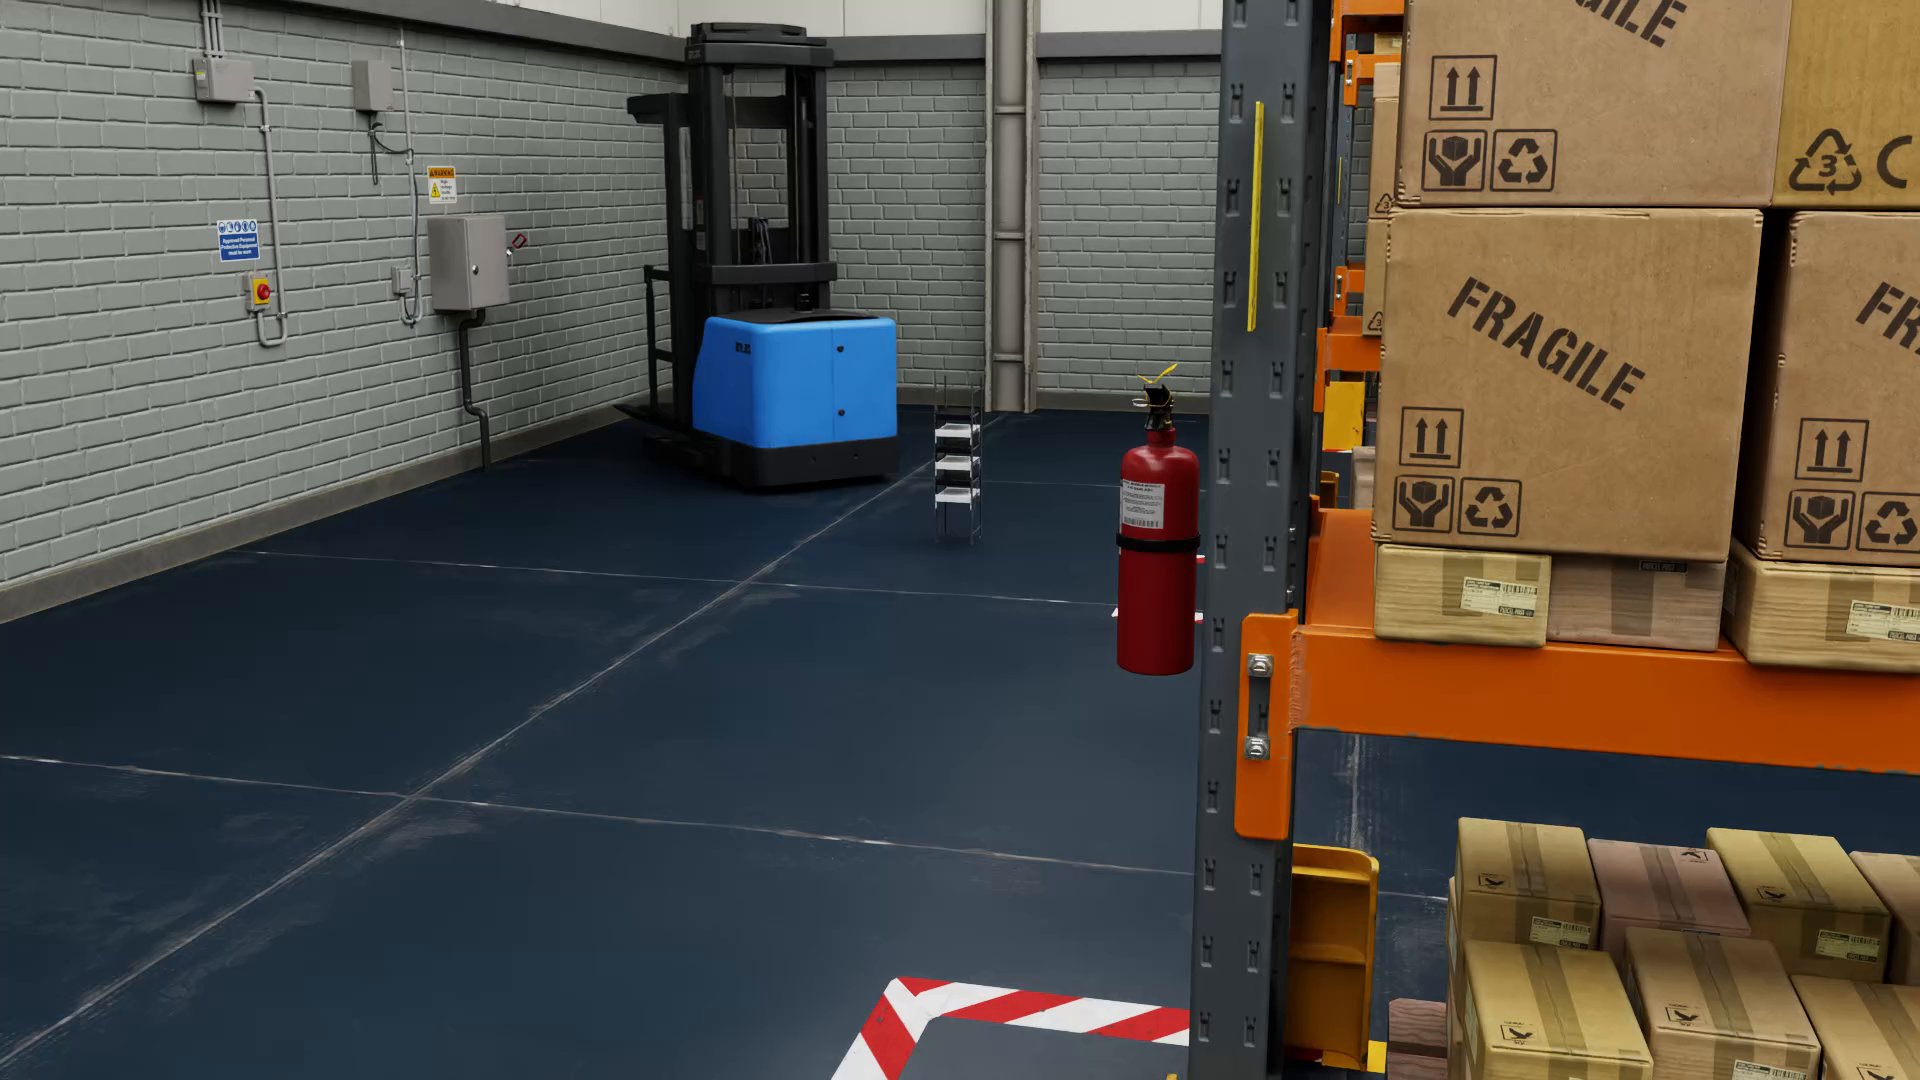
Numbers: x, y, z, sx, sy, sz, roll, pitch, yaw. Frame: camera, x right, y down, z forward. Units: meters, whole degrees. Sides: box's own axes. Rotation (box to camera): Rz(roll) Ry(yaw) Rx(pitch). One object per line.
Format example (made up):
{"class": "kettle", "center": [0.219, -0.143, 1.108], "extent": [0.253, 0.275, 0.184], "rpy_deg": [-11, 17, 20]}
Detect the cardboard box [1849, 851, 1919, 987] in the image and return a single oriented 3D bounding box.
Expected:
{"class": "cardboard box", "center": [1.886, 0.747, 3.183], "extent": [0.250, 0.149, 0.380], "rpy_deg": [3, 13, 11]}

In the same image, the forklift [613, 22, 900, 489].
{"class": "forklift", "center": [-1.608, -2.025, 11.595], "extent": [1.130, 2.935, 3.031], "rpy_deg": [-8, 15, -31]}

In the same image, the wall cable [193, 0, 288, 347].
{"class": "wall cable", "center": [-3.829, -2.008, 8.940], "extent": [0.123, 1.953, 0.585], "rpy_deg": [3, 13, 14]}

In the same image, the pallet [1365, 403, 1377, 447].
{"class": "pallet", "center": [3.685, -0.846, 12.561], "extent": [1.213, 0.211, 1.003], "rpy_deg": [3, 13, 14]}

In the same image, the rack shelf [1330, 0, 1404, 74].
{"class": "rack shelf", "center": [3.593, -2.218, 7.042], "extent": [4.000, 0.370, 1.077], "rpy_deg": [3, 13, 14]}

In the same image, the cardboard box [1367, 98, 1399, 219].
{"class": "cardboard box", "center": [2.049, -1.661, 7.255], "extent": [0.500, 0.500, 0.500], "rpy_deg": [3, 13, 12]}

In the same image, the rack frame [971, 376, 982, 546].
{"class": "rack frame", "center": [0.091, -0.434, 9.114], "extent": [0.006, 0.900, 0.240], "rpy_deg": [3, 13, 14]}

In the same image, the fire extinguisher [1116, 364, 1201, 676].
{"class": "fire extinguisher", "center": [0.429, -0.053, 3.586], "extent": [0.183, 0.674, 0.296], "rpy_deg": [3, 13, 14]}

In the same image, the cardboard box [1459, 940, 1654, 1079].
{"class": "cardboard box", "center": [0.990, 0.832, 2.796], "extent": [0.250, 0.149, 0.380], "rpy_deg": [2, 13, 11]}

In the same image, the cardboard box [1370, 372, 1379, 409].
{"class": "cardboard box", "center": [3.408, -1.187, 12.454], "extent": [0.637, 0.503, 0.797], "rpy_deg": [3, 13, 11]}

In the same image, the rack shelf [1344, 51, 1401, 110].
{"class": "rack shelf", "center": [4.778, -3.262, 11.748], "extent": [4.000, 0.370, 1.077], "rpy_deg": [3, 13, 14]}

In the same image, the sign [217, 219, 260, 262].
{"class": "sign", "center": [-3.900, -1.621, 8.993], "extent": [0.001, 0.218, 0.327], "rpy_deg": [3, 13, 14]}

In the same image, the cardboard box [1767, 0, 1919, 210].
{"class": "cardboard box", "center": [1.427, -0.741, 2.421], "extent": [0.500, 0.500, 0.500], "rpy_deg": [3, 13, 15]}

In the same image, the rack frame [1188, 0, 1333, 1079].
{"class": "rack frame", "center": [0.563, -0.163, 3.041], "extent": [0.127, 3.000, 1.000], "rpy_deg": [3, 13, 14]}

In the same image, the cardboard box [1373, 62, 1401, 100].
{"class": "cardboard box", "center": [1.929, -1.986, 7.222], "extent": [0.250, 0.149, 0.380], "rpy_deg": [3, 13, 15]}

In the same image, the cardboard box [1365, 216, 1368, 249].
{"class": "cardboard box", "center": [3.212, -2.245, 12.085], "extent": [0.500, 0.250, 0.500], "rpy_deg": [3, 13, 14]}

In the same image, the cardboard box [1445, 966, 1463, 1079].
{"class": "cardboard box", "center": [1.124, 1.008, 3.379], "extent": [0.250, 0.149, 0.380], "rpy_deg": [3, 13, 14]}

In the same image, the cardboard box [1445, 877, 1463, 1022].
{"class": "cardboard box", "center": [1.144, 0.846, 3.419], "extent": [0.250, 0.149, 0.380], "rpy_deg": [3, 13, 12]}

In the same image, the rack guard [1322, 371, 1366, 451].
{"class": "rack guard", "center": [2.910, -1.029, 12.715], "extent": [0.348, 0.500, 1.175], "rpy_deg": [3, 13, 14]}

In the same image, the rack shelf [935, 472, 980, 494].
{"class": "rack shelf", "center": [-0.008, -0.319, 9.165], "extent": [0.200, 0.077, 0.258], "rpy_deg": [3, 13, 14]}

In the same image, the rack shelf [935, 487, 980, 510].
{"class": "rack shelf", "center": [-0.008, -0.231, 9.184], "extent": [0.200, 0.077, 0.258], "rpy_deg": [3, 13, 14]}

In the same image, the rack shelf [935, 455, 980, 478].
{"class": "rack shelf", "center": [-0.008, -0.407, 9.145], "extent": [0.200, 0.077, 0.258], "rpy_deg": [3, 13, 14]}

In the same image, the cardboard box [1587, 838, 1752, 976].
{"class": "cardboard box", "center": [1.368, 0.733, 3.243], "extent": [0.250, 0.149, 0.380], "rpy_deg": [3, 13, 15]}

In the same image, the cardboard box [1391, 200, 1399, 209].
{"class": "cardboard box", "center": [1.061, -0.387, 3.137], "extent": [0.500, 0.500, 0.500], "rpy_deg": [3, 13, 15]}

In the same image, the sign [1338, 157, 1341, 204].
{"class": "sign", "center": [2.707, -2.561, 11.854], "extent": [0.005, 0.325, 0.100], "rpy_deg": [3, 13, 14]}

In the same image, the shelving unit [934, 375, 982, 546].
{"class": "shelving unit", "center": [-0.008, -0.440, 9.138], "extent": [0.210, 0.900, 0.258], "rpy_deg": [3, 13, 14]}

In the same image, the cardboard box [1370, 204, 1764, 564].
{"class": "cardboard box", "center": [0.933, -0.275, 2.631], "extent": [0.500, 0.500, 0.500], "rpy_deg": [4, 13, 16]}

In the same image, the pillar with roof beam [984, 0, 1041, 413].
{"class": "pillar with roof beam", "center": [-0.597, -4.606, 9.217], "extent": [0.400, 9.000, 9.100], "rpy_deg": [3, 13, 14]}

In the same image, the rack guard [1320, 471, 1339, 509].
{"class": "rack guard", "center": [1.628, 0.010, 8.033], "extent": [0.348, 0.500, 1.175], "rpy_deg": [3, 13, 14]}

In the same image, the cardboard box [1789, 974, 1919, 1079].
{"class": "cardboard box", "center": [1.501, 0.861, 2.665], "extent": [0.250, 0.149, 0.380], "rpy_deg": [3, 13, 13]}

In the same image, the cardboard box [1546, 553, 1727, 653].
{"class": "cardboard box", "center": [1.056, 0.050, 2.662], "extent": [0.250, 0.149, 0.380], "rpy_deg": [4, 13, 16]}
